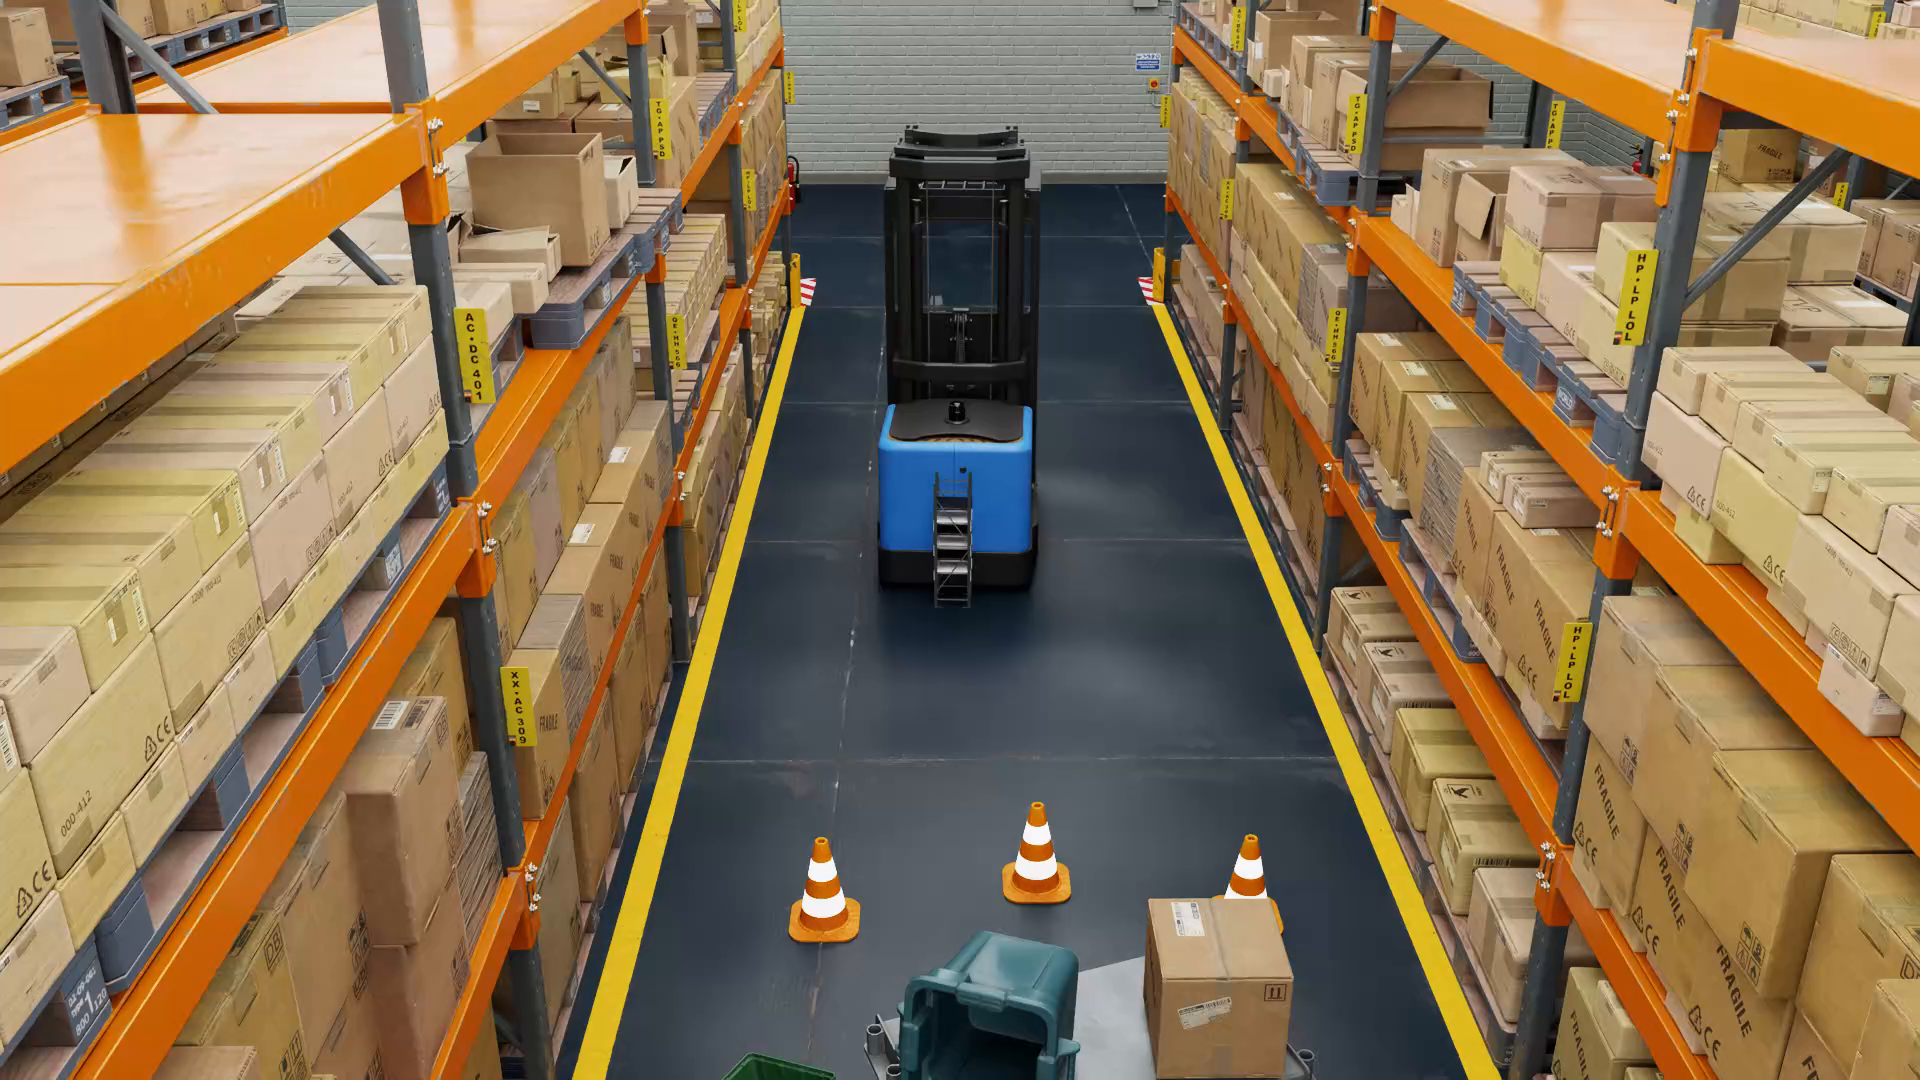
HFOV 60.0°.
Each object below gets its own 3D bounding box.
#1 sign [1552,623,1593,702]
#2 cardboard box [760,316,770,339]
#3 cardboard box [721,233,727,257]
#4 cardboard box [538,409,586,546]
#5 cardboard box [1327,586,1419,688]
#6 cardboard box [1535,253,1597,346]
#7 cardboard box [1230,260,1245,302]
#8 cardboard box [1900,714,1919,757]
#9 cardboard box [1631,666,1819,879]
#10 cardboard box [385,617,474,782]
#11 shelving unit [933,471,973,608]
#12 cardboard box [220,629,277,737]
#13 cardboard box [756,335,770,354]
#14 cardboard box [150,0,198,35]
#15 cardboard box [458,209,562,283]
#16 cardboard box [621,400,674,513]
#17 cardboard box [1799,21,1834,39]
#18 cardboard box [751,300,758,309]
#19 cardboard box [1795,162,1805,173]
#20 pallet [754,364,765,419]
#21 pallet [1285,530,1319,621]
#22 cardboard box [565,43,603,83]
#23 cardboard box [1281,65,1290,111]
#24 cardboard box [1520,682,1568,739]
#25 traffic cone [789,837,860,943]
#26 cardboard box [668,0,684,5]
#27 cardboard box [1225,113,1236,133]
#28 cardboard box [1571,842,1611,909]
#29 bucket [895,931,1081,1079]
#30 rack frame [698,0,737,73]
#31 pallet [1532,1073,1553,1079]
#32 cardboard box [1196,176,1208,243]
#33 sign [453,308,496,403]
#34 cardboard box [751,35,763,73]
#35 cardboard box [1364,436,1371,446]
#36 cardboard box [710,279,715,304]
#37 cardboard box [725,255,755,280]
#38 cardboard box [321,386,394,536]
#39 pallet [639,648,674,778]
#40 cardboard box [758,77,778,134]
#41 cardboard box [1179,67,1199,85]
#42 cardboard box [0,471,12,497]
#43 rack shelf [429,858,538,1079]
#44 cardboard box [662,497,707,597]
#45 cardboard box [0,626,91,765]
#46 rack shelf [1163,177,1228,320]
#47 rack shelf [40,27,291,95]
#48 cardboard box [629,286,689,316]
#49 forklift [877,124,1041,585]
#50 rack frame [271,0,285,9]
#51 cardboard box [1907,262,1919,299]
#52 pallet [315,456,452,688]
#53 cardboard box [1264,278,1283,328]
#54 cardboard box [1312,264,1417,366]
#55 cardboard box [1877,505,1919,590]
[{"bbox_3d":[2.244,0.450,6.093,0.100,0.325,0.005,0,24,-1],"label":"sign"},{"bbox_3d":[-1.971,-1.971,15.440,0.380,0.149,0.250,0,24,-1],"label":"cardboard box"},{"bbox_3d":[-2.035,-2.308,13.032,0.380,0.149,0.250,0,24,1],"label":"cardboard box"},{"bbox_3d":[-2.178,-0.296,7.814,0.700,0.500,0.500,0,24,-1],"label":"cardboard box"},{"bbox_3d":[2.751,0.564,9.925,0.950,0.372,0.625,-2,24,-4],"label":"cardboard box"},{"bbox_3d":[2.647,-0.965,6.659,0.500,0.250,0.500,0,24,0],"label":"cardboard box"},{"bbox_3d":[2.452,-2.072,13.257,0.500,0.250,0.500,-1,24,-2],"label":"cardboard box"},{"bbox_3d":[2.573,0.487,4.081,0.380,0.149,0.250,0,24,0],"label":"cardboard box"},{"bbox_3d":[2.571,0.730,5.184,0.700,0.500,0.500,0,24,0],"label":"cardboard box"},{"bbox_3d":[-2.180,0.629,5.610,0.875,0.550,0.550,0,24,-1],"label":"cardboard box"},{"bbox_3d":[-0.046,0.002,11.038,0.258,0.900,0.210,1,24,2],"label":"shelving unit"},{"bbox_3d":[-1.809,0.326,3.807,0.380,0.149,0.250,0,24,-1],"label":"cardboard box"},{"bbox_3d":[-1.974,-1.837,15.506,0.380,0.149,0.250,-1,24,-2],"label":"cardboard box"},{"bbox_3d":[-7.132,-4.687,14.465,0.700,0.500,0.500,1,24,2],"label":"cardboard box"},{"bbox_3d":[-1.958,-1.277,7.209,0.396,0.266,0.258,0,24,-1],"label":"cardboard box"},{"bbox_3d":[-1.920,-0.472,9.415,0.500,0.500,0.500,0,24,-1],"label":"cardboard box"},{"bbox_3d":[7.403,-4.192,13.944,0.500,0.250,0.500,-1,24,-2],"label":"cardboard box"},{"bbox_3d":[-2.062,-2.108,15.381,0.380,0.149,0.250,-1,24,-3],"label":"cardboard box"},{"bbox_3d":[7.907,-3.457,15.959,0.500,0.250,0.500,1,24,1],"label":"cardboard box"},{"bbox_3d":[-2.280,-1.265,14.674,1.003,0.211,1.213,0,24,-1],"label":"pallet"},{"bbox_3d":[2.822,0.271,11.279,1.003,0.211,1.213,0,24,-1],"label":"pallet"},{"bbox_3d":[-2.492,-3.067,10.585,0.396,0.266,0.258,0,24,-1],"label":"cardboard box"},{"bbox_3d":[2.381,-3.065,11.284,0.396,0.266,0.258,2,24,4],"label":"cardboard box"},{"bbox_3d":[2.517,0.686,6.772,0.380,0.149,0.250,0,24,0],"label":"cardboard box"},{"bbox_3d":[-0.654,1.634,7.959,0.336,0.463,0.334,0,24,-1],"label":"traffic cone"},{"bbox_3d":[-2.456,-4.413,13.701,0.380,0.149,0.250,1,24,1],"label":"cardboard box"},{"bbox_3d":[2.482,-3.561,14.246,0.380,0.149,0.250,0,24,-1],"label":"cardboard box"},{"bbox_3d":[2.482,1.219,6.102,0.380,0.149,0.250,0,24,-1],"label":"cardboard box"},{"bbox_3d":[0.157,1.882,6.460,0.726,0.611,0.620,8,16,18],"label":"bucket"},{"bbox_3d":[-2.237,-4.992,12.252,1.000,3.000,0.127,0,24,-1],"label":"rack frame"},{"bbox_3d":[2.842,2.521,6.304,1.003,0.211,1.213,0,24,-1],"label":"pallet"},{"bbox_3d":[2.420,-2.978,14.955,0.500,0.500,0.500,-1,24,-1],"label":"cardboard box"},{"bbox_3d":[-1.595,-0.604,5.465,0.100,0.325,0.005,0,24,-1],"label":"sign"},{"bbox_3d":[-1.979,-4.170,14.256,0.500,0.250,0.500,1,24,2],"label":"cardboard box"},{"bbox_3d":[2.573,-0.617,9.652,0.380,0.149,0.250,-2,24,-4],"label":"cardboard box"},{"bbox_3d":[-2.028,-1.860,12.401,0.380,0.149,0.250,-1,24,-3],"label":"cardboard box"},{"bbox_3d":[-1.913,-2.263,13.801,0.380,0.149,0.250,1,24,1],"label":"cardboard box"},{"bbox_3d":[-1.882,-0.223,4.537,0.500,0.250,0.500,0,24,-1],"label":"cardboard box"},{"bbox_3d":[-2.260,0.985,9.699,1.003,0.211,1.213,0,24,-1],"label":"pallet"},{"bbox_3d":[-2.021,-4.148,15.968,0.500,0.500,0.500,-1,24,-2],"label":"cardboard box"},{"bbox_3d":[2.395,-4.620,16.587,0.380,0.149,0.250,0,24,1],"label":"cardboard box"},{"bbox_3d":[-2.471,-0.139,3.867,0.380,0.149,0.250,0,24,-1],"label":"cardboard box"},{"bbox_3d":[-2.128,2.189,4.525,1.077,0.370,4.000,0,24,-1],"label":"rack shelf"},{"bbox_3d":[-1.946,0.044,10.919,0.500,0.500,0.500,-1,24,-3],"label":"cardboard box"},{"bbox_3d":[-1.802,0.275,2.951,0.380,0.149,0.250,-1,24,-1],"label":"cardboard box"},{"bbox_3d":[2.690,-2.819,15.600,1.077,0.370,4.000,0,24,-1],"label":"rack shelf"},{"bbox_3d":[-7.220,-4.141,14.883,1.077,0.370,4.000,0,24,-1],"label":"rack shelf"},{"bbox_3d":[-2.016,-1.582,11.066,0.380,0.149,0.250,1,24,2],"label":"cardboard box"},{"bbox_3d":[0.028,-1.594,12.102,1.130,2.935,3.031,1,24,2],"label":"forklift"},{"bbox_3d":[-7.241,-6.660,15.939,1.000,3.000,0.127,0,24,-1],"label":"rack frame"},{"bbox_3d":[7.306,-1.903,12.354,0.396,0.266,0.258,1,24,2],"label":"cardboard box"},{"bbox_3d":[-2.151,0.048,4.854,1.003,0.211,1.213,0,24,-1],"label":"pallet"},{"bbox_3d":[2.455,-1.669,11.758,0.500,0.250,0.500,-1,24,-2],"label":"cardboard box"},{"bbox_3d":[2.488,-1.388,10.227,0.500,0.500,0.500,-1,24,-2],"label":"cardboard box"},{"bbox_3d":[2.545,0.026,4.134,0.380,0.149,0.250,-1,24,-1],"label":"cardboard box"}]
